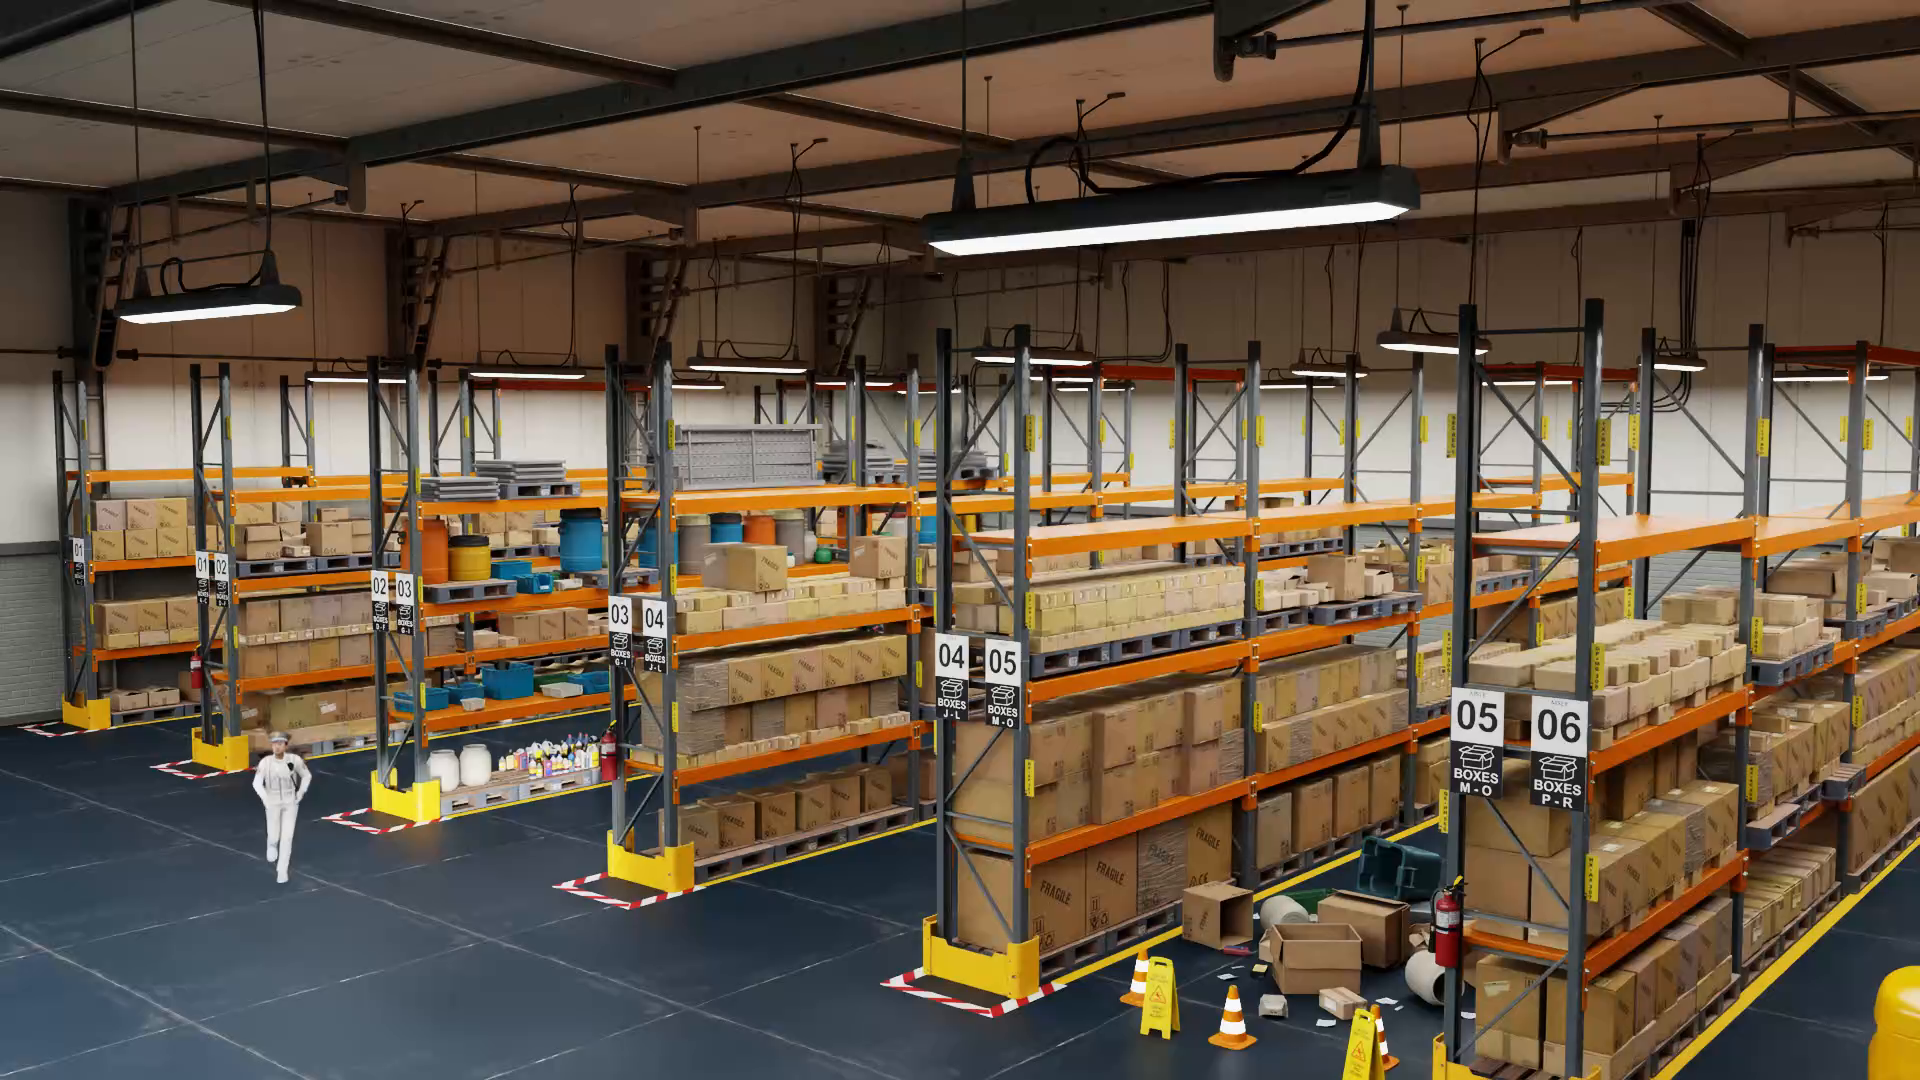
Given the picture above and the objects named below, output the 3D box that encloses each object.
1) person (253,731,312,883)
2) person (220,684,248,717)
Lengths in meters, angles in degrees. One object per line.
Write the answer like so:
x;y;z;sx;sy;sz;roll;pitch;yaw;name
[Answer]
-7.681;2.983;18.880;0.622;1.687;0.695;-1;4;-19;person
-11.614;2.376;26.689;0.652;1.728;0.543;2;5;25;person
